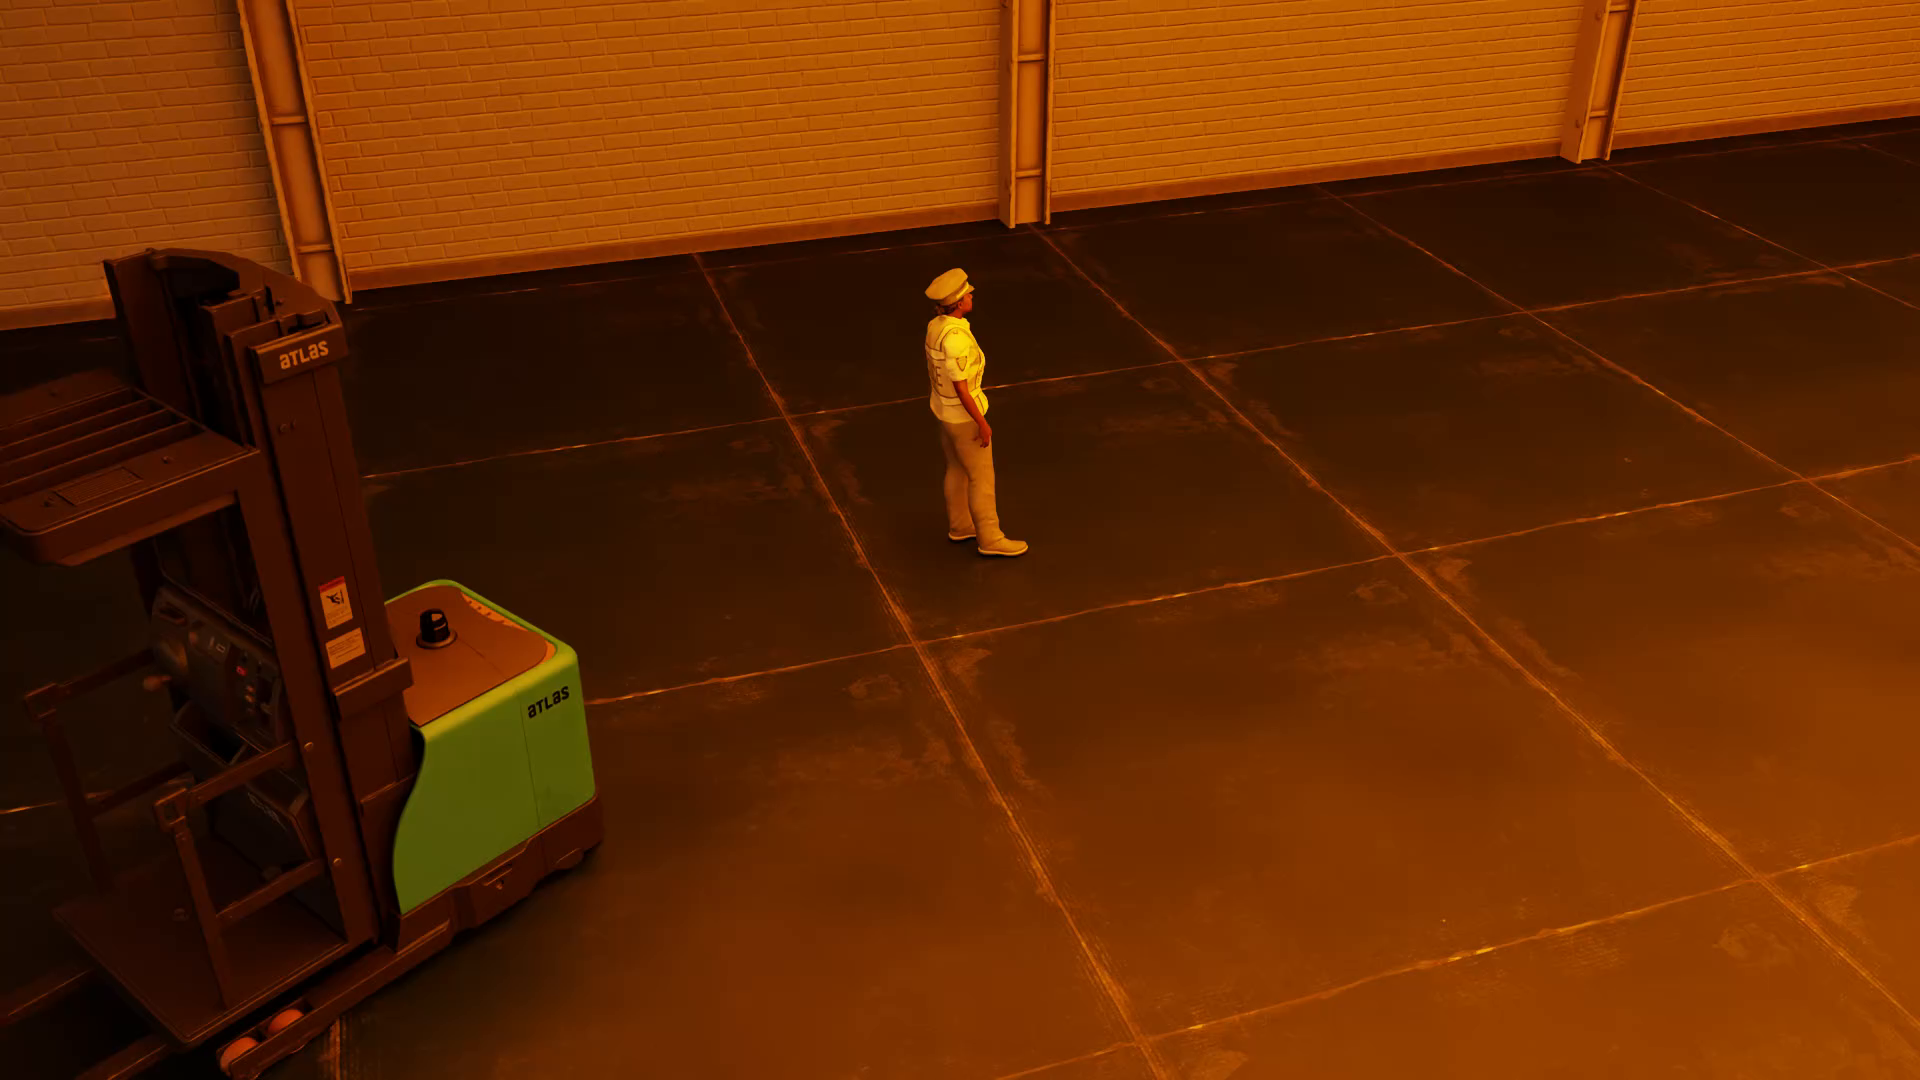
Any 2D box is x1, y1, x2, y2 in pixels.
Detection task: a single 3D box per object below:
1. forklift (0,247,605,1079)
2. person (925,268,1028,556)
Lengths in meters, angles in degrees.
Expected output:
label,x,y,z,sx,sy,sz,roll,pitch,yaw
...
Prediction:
label,x,y,z,sx,sy,sz,roll,pitch,yaw
forklift,-2.950,0.532,6.162,1.130,2.935,3.031,23,37,34
person,0.077,-0.743,9.604,0.530,1.695,0.569,-10,31,-16
